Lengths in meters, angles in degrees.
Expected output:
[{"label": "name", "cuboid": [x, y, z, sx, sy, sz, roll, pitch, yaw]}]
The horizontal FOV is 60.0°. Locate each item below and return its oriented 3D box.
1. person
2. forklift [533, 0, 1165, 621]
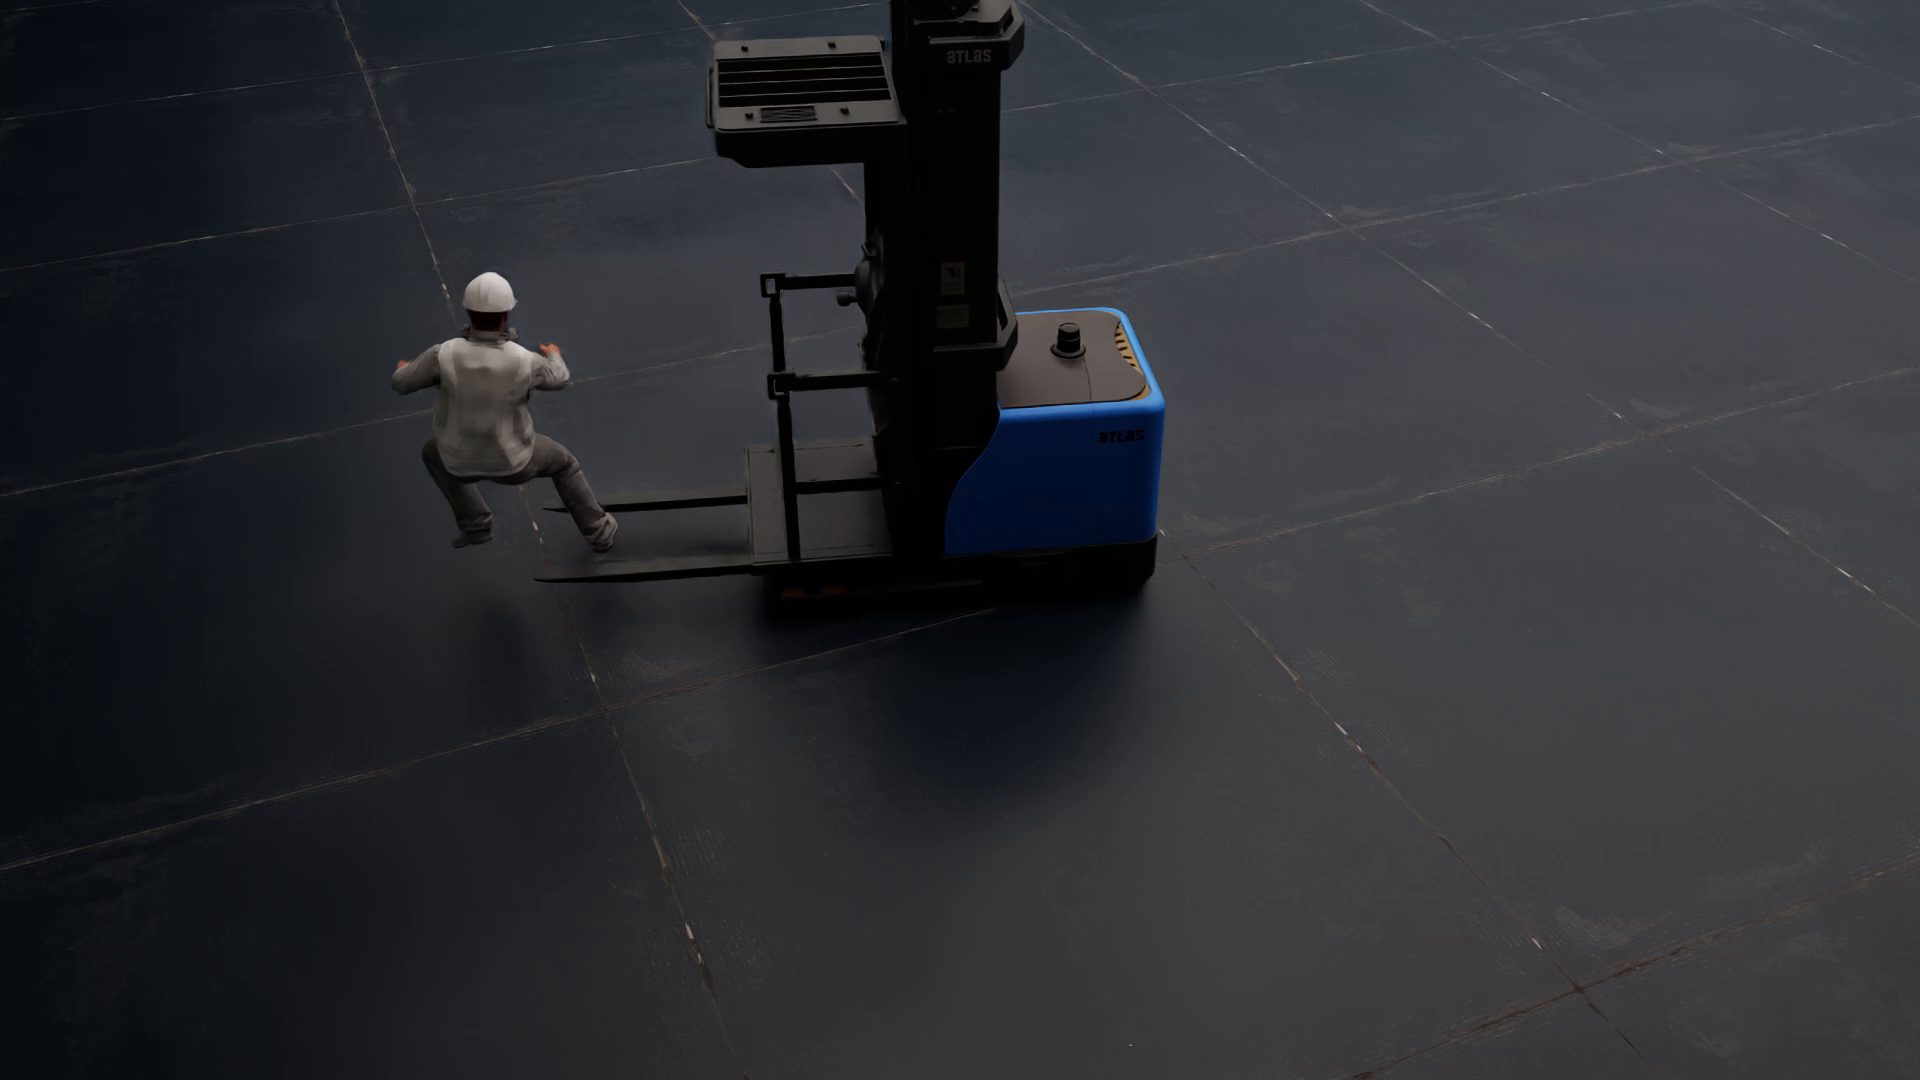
[{"label": "person", "cuboid": [-2.189, -0.584, 7.877, 0.934, 1.581, 0.772, -5, 36, -7]}, {"label": "forklift", "cuboid": [-0.588, -1.126, 7.682, 3.031, 2.935, 1.130, -4, 36, -6]}]
